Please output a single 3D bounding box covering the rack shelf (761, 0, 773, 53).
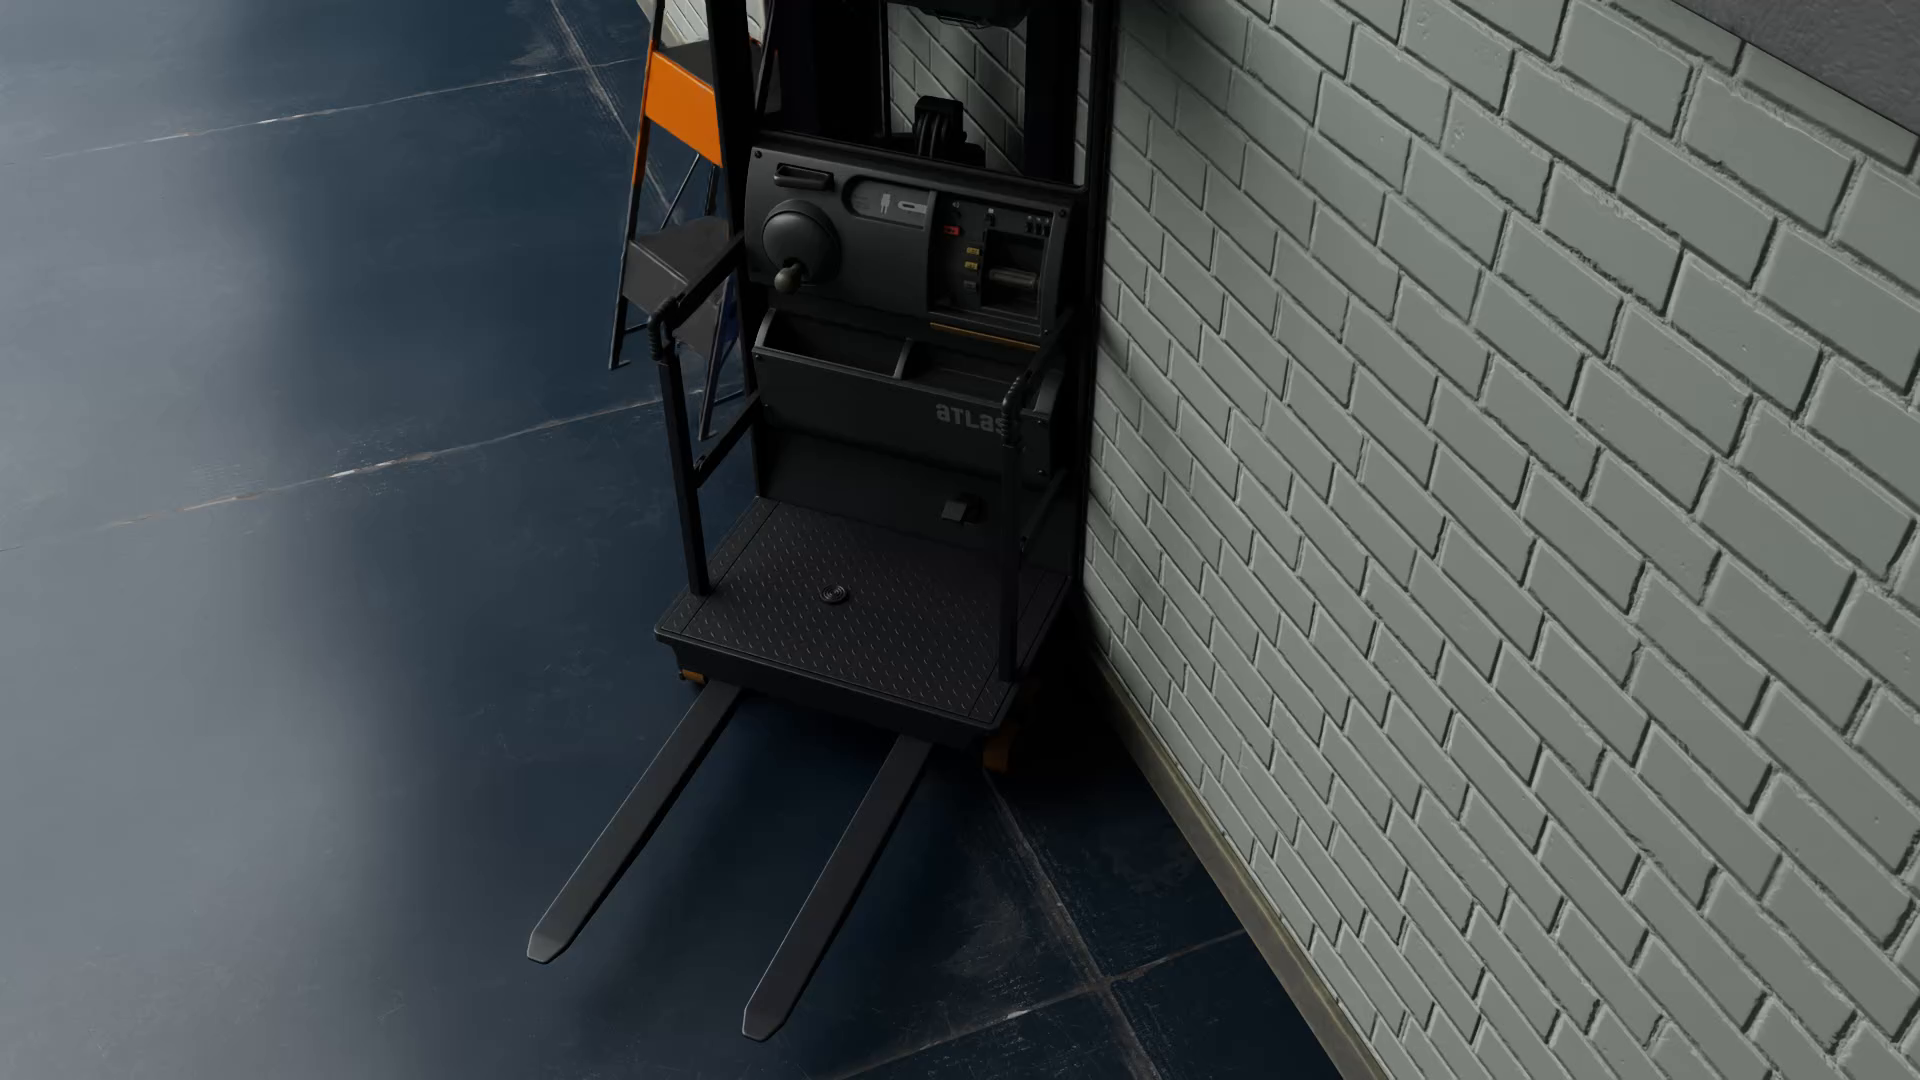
[{"bbox_3d":[-0.569,-1.850,5.022,0.480,0.518,0.431,37,43,23],"label":"rack shelf"}]

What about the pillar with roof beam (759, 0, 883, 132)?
[{"bbox_3d":[-4.456,-3.056,2.402,9.100,9.000,0.400,-15,43,-17],"label":"pillar with roof beam"}]

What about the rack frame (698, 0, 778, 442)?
[{"bbox_3d":[-0.551,-1.203,5.356,0.015,2.100,0.400,37,43,23],"label":"rack frame"}]

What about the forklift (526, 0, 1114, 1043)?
[{"bbox_3d":[-0.229,-0.731,4.352,1.130,2.935,3.031,14,43,16],"label":"forklift"}]

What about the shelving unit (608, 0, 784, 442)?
[{"bbox_3d":[-0.729,-1.340,5.452,0.503,2.100,0.431,37,43,23],"label":"shelving unit"}]

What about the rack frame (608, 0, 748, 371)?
[{"bbox_3d":[-0.907,-1.476,5.548,0.015,2.100,0.400,37,43,23],"label":"rack frame"}]

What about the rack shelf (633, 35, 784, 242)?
[{"bbox_3d":[-0.732,-1.329,5.460,0.480,0.518,0.431,37,43,23],"label":"rack shelf"}]

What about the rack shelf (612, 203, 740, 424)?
[{"bbox_3d":[-0.894,-0.808,5.899,0.480,0.518,0.431,37,43,23],"label":"rack shelf"}]
